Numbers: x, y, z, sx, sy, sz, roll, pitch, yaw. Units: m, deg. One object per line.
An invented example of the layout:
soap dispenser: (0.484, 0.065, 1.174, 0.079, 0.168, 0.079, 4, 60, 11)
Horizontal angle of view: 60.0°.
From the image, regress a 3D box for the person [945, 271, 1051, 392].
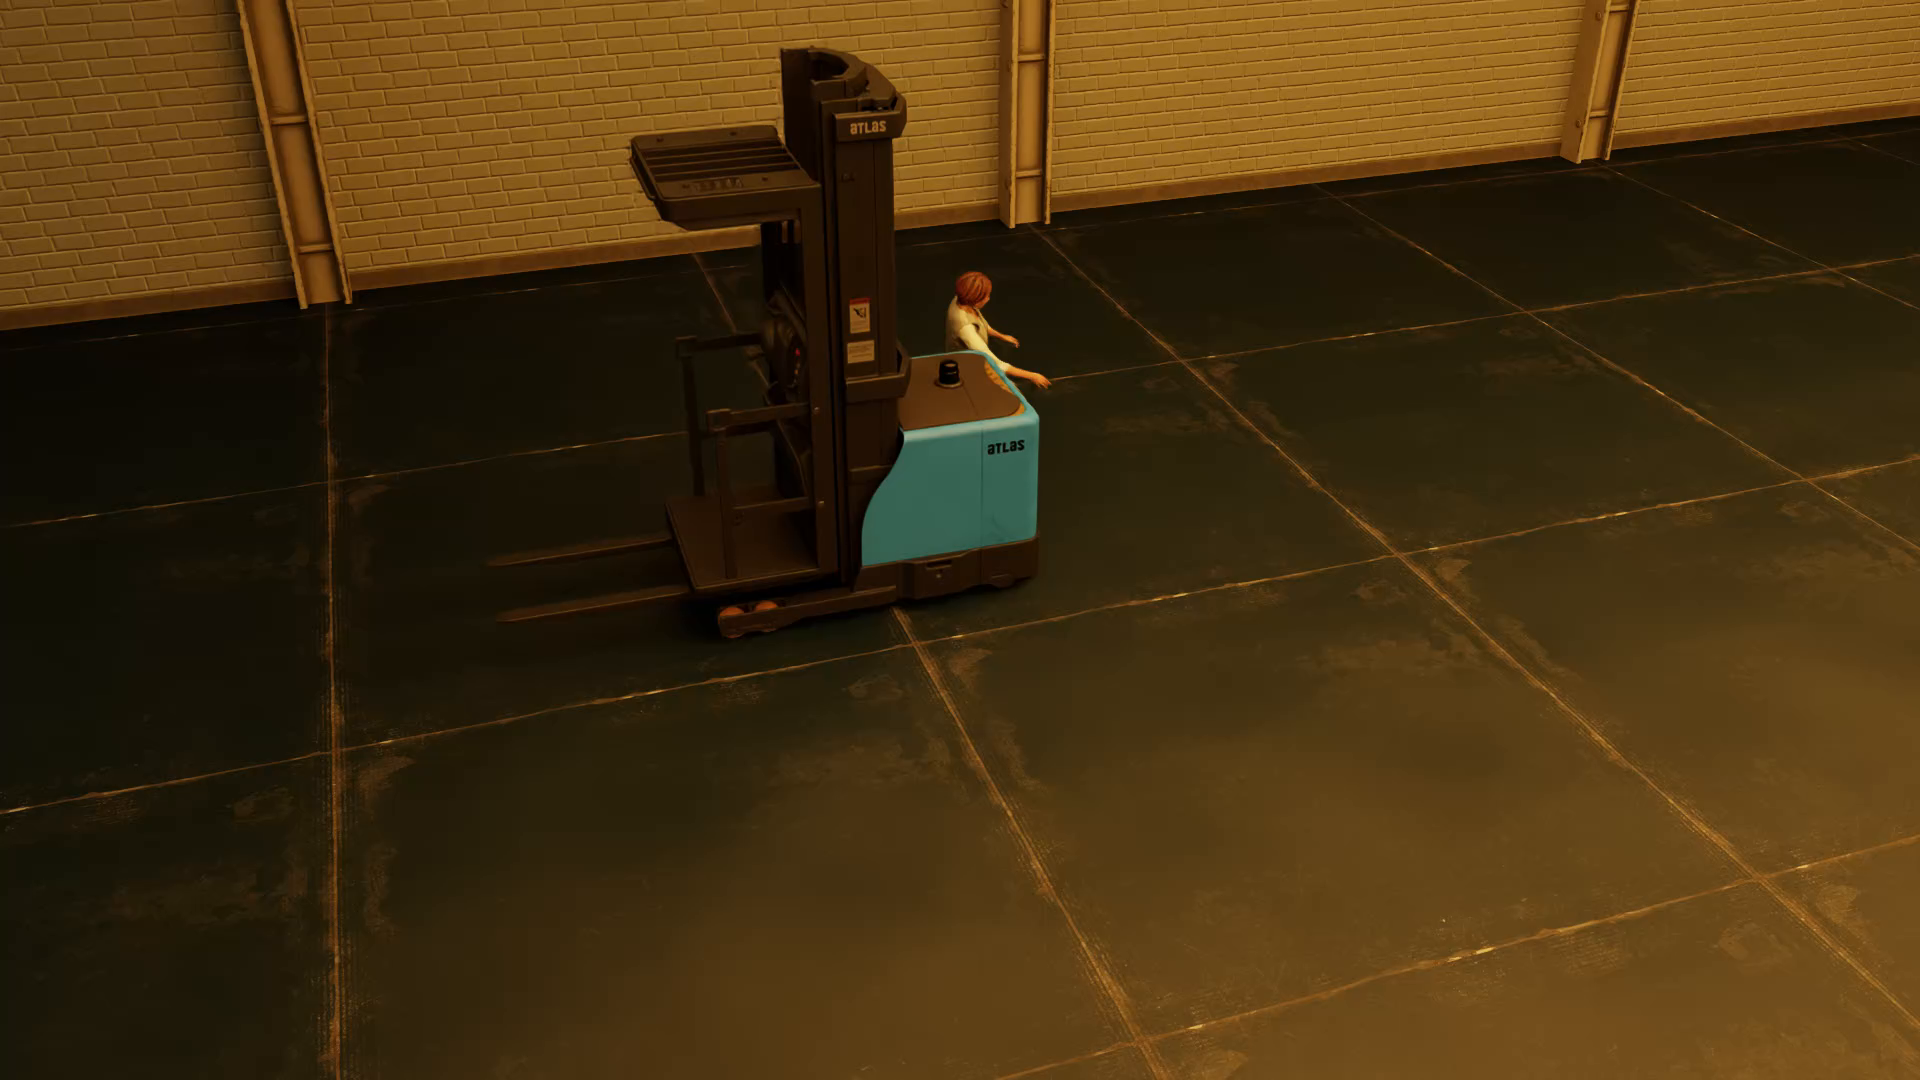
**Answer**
person: (0.231, -0.999, 10.358, 0.651, 1.459, 0.719, 0, 30, 1)

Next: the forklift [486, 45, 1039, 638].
forklift: (-1.126, -1.028, 8.874, 3.031, 2.935, 1.130, -9, 31, -15)
